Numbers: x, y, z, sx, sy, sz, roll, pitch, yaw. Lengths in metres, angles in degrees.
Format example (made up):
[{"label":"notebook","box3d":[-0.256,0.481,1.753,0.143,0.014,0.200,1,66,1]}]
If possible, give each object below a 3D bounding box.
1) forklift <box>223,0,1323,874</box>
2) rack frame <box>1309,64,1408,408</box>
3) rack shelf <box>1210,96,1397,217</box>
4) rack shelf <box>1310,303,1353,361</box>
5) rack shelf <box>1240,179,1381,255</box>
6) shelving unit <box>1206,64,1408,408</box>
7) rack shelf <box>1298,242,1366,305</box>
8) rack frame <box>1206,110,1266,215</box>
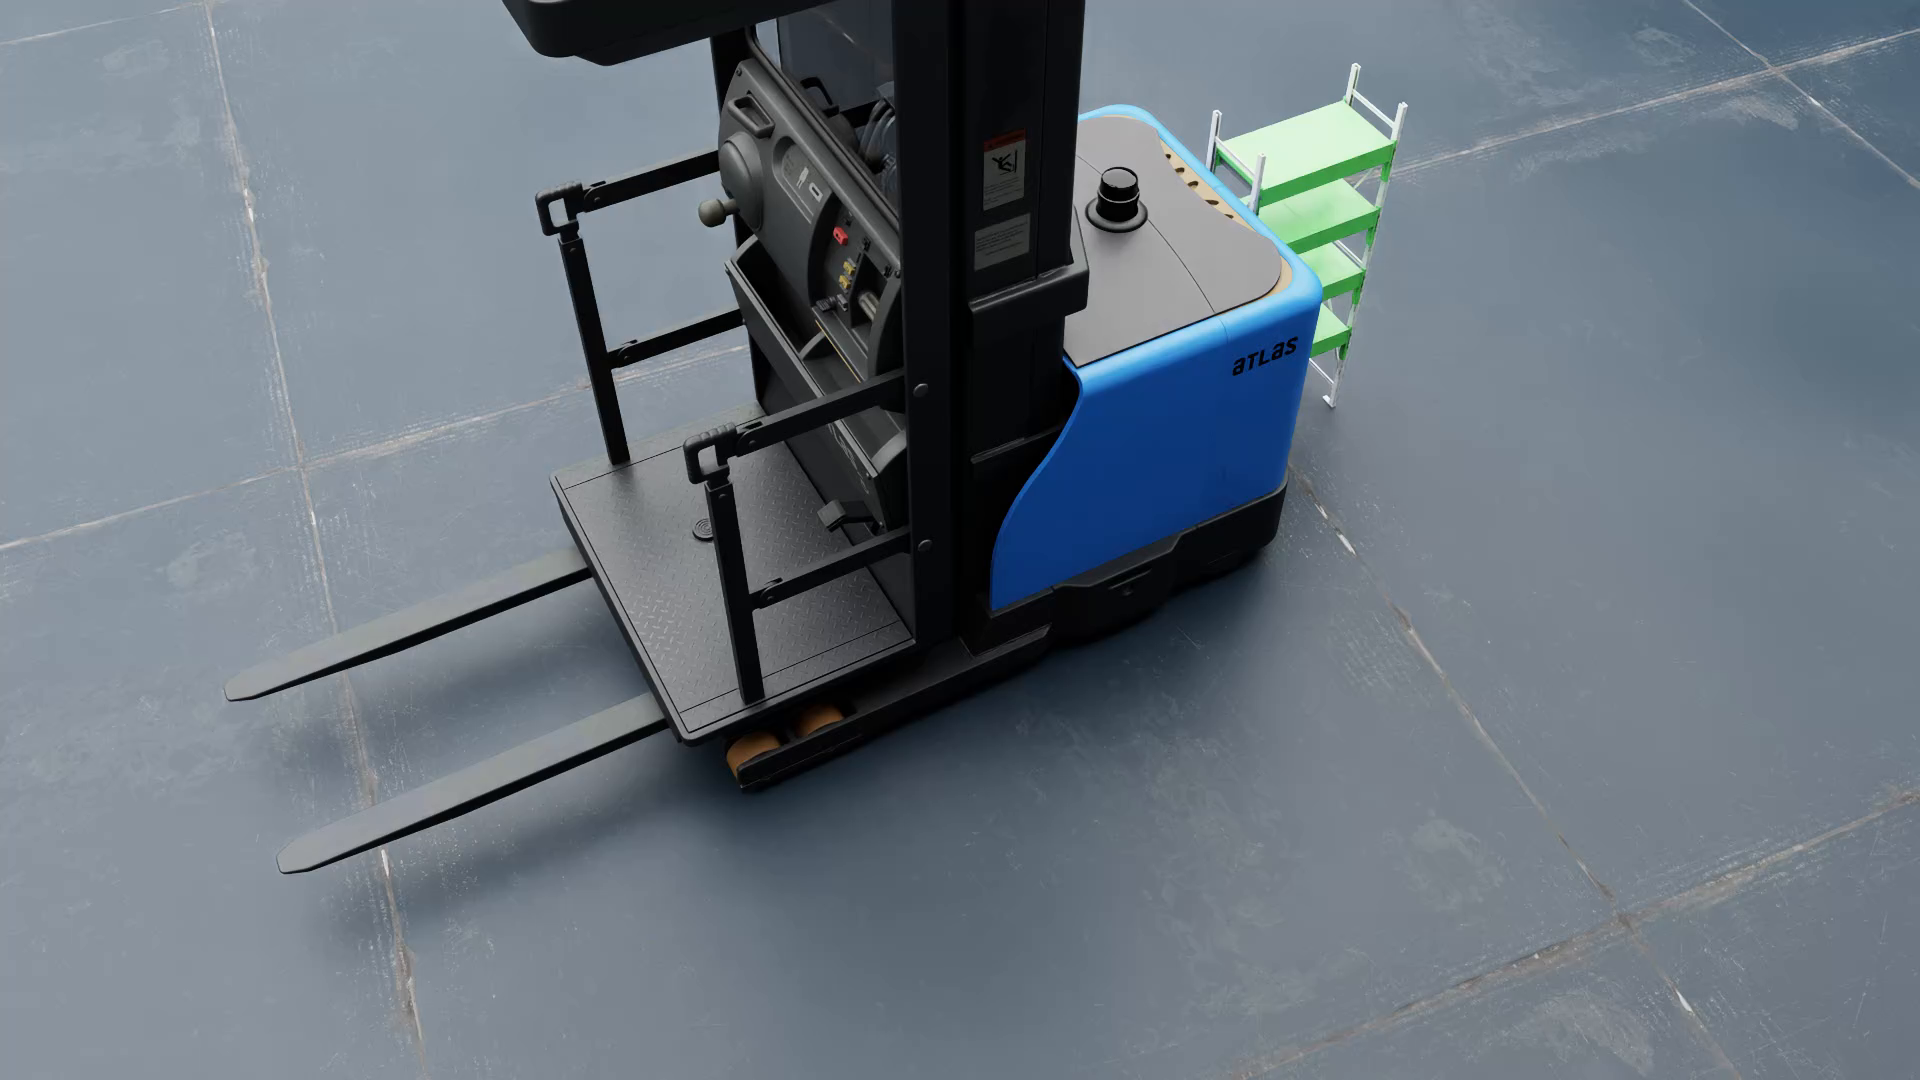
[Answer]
[{"label":"forklift","box3d":[-0.553,-0.729,3.944,3.031,2.935,1.130,-22,53,-18]},{"label":"rack frame","box3d":[1.210,-0.921,5.250,0.015,1.200,0.240,-22,53,-18]},{"label":"rack shelf","box3d":[0.995,-1.104,4.859,0.480,0.148,0.258,-22,53,-18]},{"label":"rack shelf","box3d":[0.995,-0.635,5.405,0.480,0.148,0.258,-22,53,-18]},{"label":"rack shelf","box3d":[0.995,-0.948,5.041,0.480,0.148,0.258,-22,53,-18]},{"label":"shelving unit","box3d":[0.995,-0.833,5.175,0.503,1.200,0.258,-22,53,-18]},{"label":"rack shelf","box3d":[0.995,-0.792,5.223,0.480,0.148,0.258,-22,53,-18]},{"label":"rack frame","box3d":[0.781,-0.745,5.099,0.015,1.200,0.240,-22,53,-18]}]
